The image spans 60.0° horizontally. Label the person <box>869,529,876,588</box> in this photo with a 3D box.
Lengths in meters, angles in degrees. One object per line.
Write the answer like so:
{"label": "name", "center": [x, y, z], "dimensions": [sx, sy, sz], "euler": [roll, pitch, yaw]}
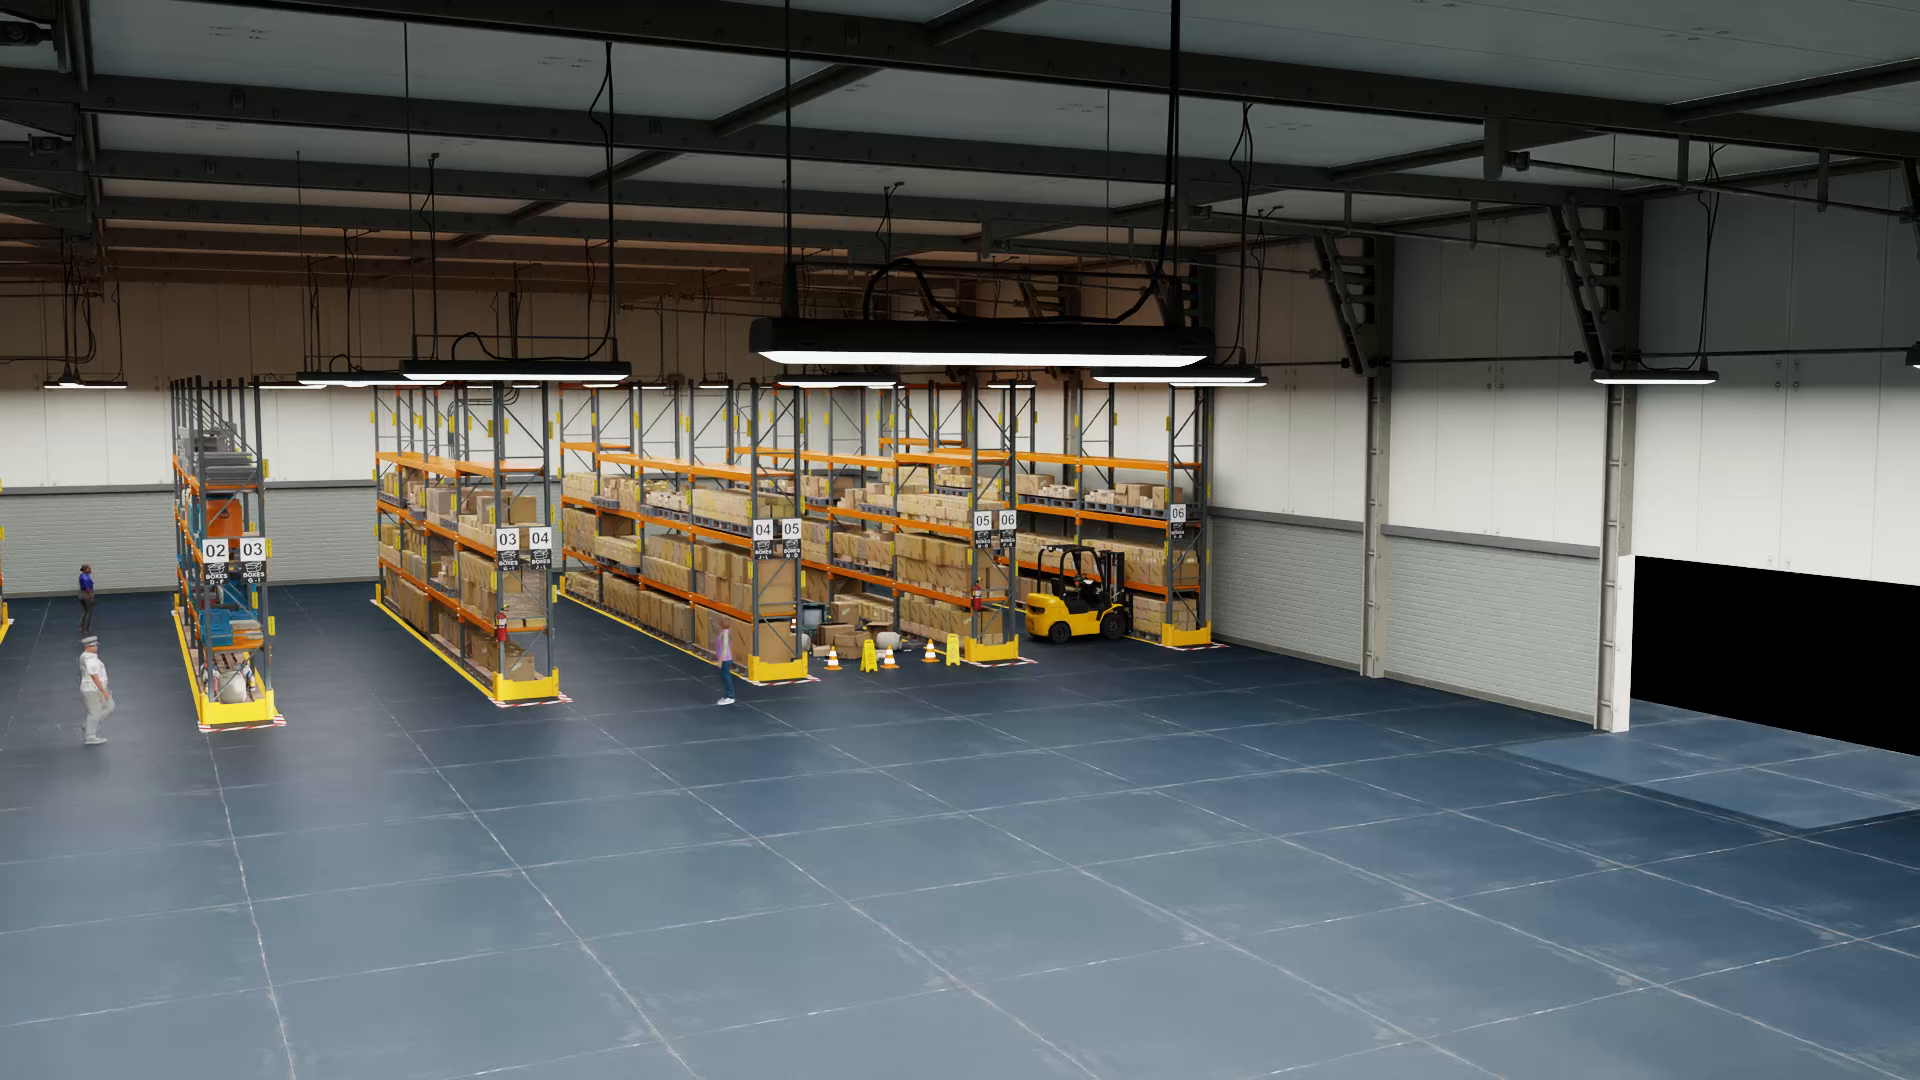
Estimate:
{"label": "person", "center": [-2.645, 0.530, 48.625], "dimensions": [0.584, 1.733, 0.362], "euler": [4, 7, 41]}

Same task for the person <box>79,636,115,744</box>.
{"label": "person", "center": [-14.027, 2.440, 26.968], "dimensions": [0.487, 1.769, 0.556], "euler": [-2, 5, -16]}

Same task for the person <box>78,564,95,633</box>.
{"label": "person", "center": [-20.683, 1.384, 39.431], "dimensions": [0.459, 1.669, 0.408], "euler": [2, 5, 21]}

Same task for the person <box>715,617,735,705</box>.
{"label": "person", "center": [-4.319, 2.215, 30.523], "dimensions": [0.342, 1.616, 0.461], "euler": [-1, 5, -13]}
